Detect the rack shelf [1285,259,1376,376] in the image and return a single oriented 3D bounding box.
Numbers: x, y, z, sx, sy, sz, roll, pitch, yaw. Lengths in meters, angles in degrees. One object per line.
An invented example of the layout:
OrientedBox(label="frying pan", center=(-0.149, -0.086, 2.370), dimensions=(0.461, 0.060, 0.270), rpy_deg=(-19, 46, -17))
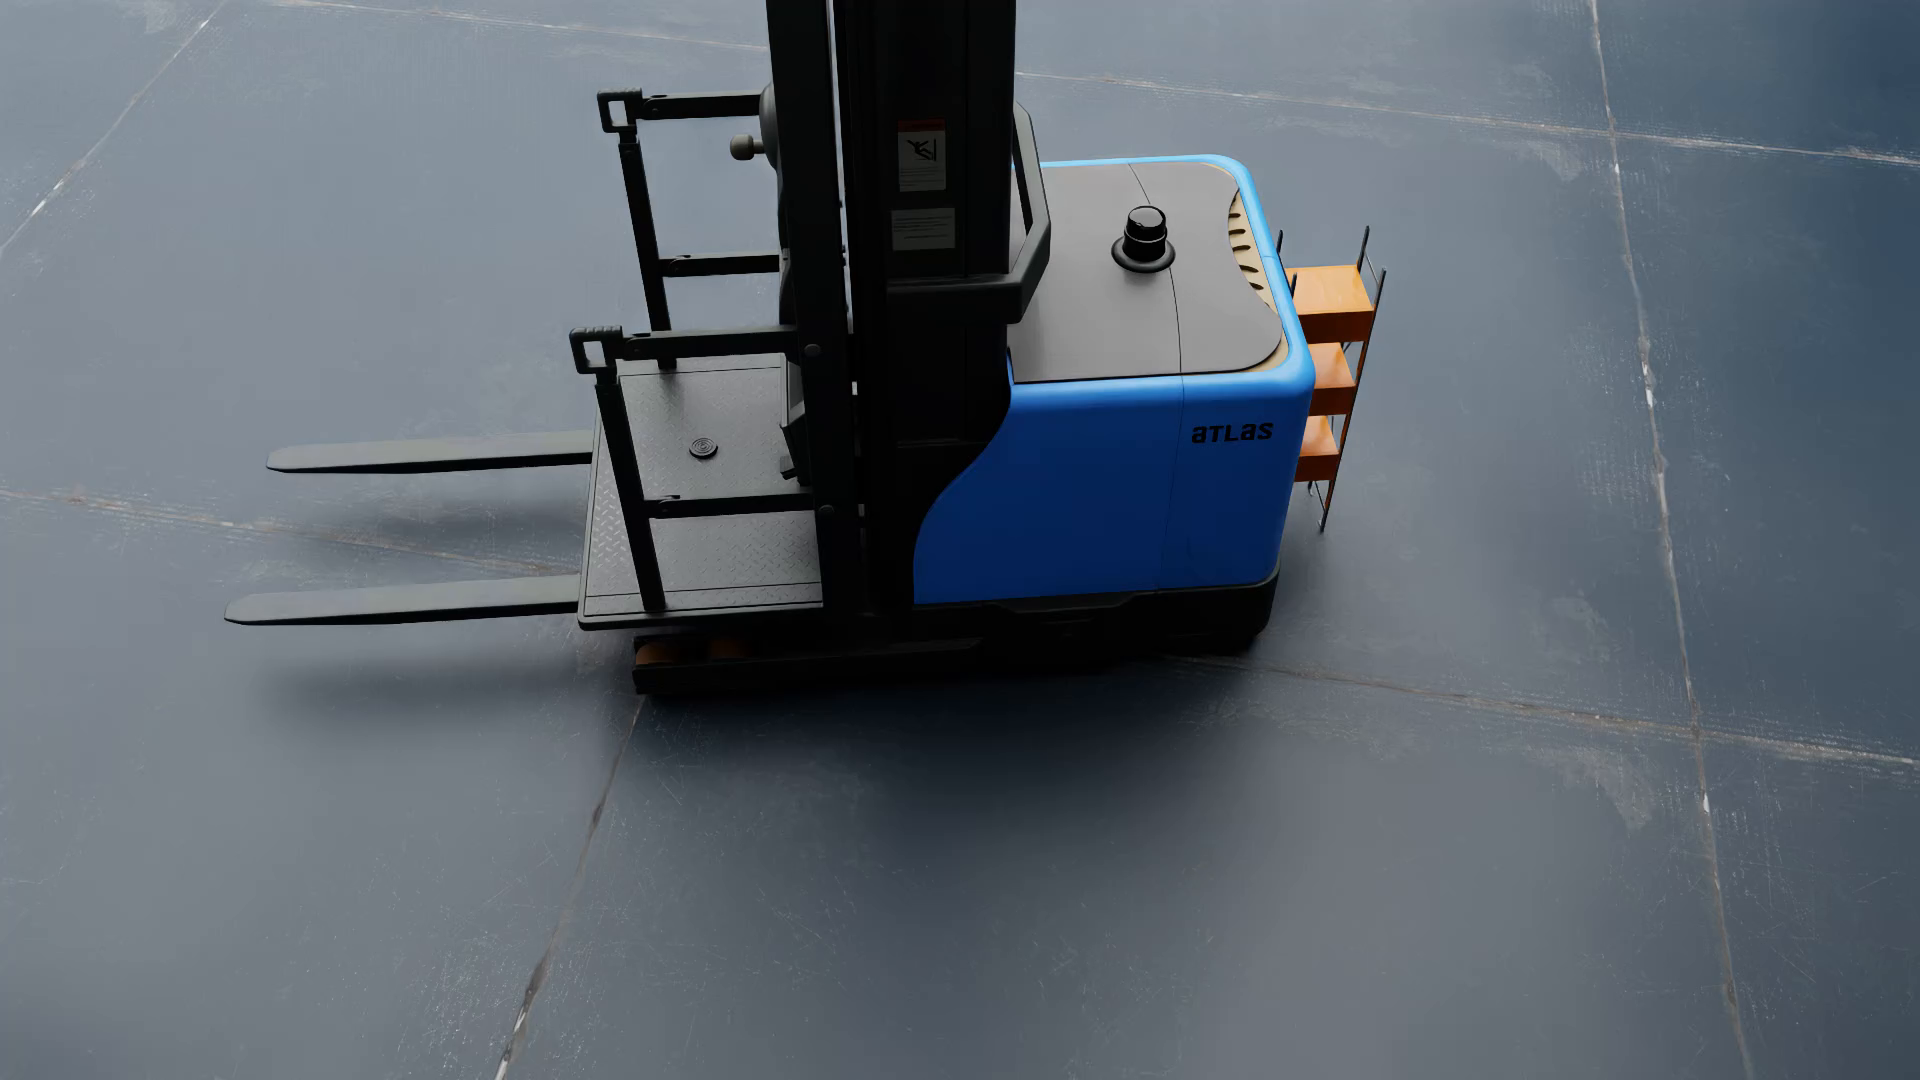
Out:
OrientedBox(label="rack shelf", center=(1.020, -0.627, 4.740), dimensions=(0.240, 0.259, 0.215), rpy_deg=(-3, 48, -3))

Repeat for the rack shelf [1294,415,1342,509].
OrientedBox(label="rack shelf", center=(1.020, -0.252, 5.158), dimensions=(0.240, 0.259, 0.215), rpy_deg=(-3, 48, -3))

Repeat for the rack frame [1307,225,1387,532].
OrientedBox(label="rack frame", center=(1.142, -0.452, 4.950), dimensions=(0.008, 1.050, 0.200), rpy_deg=(-3, 48, -3))

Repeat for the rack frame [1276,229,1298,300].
OrientedBox(label="rack frame", center=(0.898, -0.437, 4.937), dimensions=(0.008, 1.050, 0.200), rpy_deg=(-3, 48, -3))

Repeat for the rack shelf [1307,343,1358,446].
OrientedBox(label="rack shelf", center=(1.020, -0.437, 4.951), dimensions=(0.240, 0.259, 0.215), rpy_deg=(-3, 48, -3))

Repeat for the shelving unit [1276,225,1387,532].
OrientedBox(label="shelving unit", center=(1.020, -0.444, 4.943), dimensions=(0.252, 1.050, 0.215), rpy_deg=(-3, 48, -3))

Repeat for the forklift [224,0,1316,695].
OrientedBox(label="forklift", center=(-0.621, -0.942, 4.126), dimensions=(3.031, 2.935, 1.130), rpy_deg=(-3, 48, -3))
